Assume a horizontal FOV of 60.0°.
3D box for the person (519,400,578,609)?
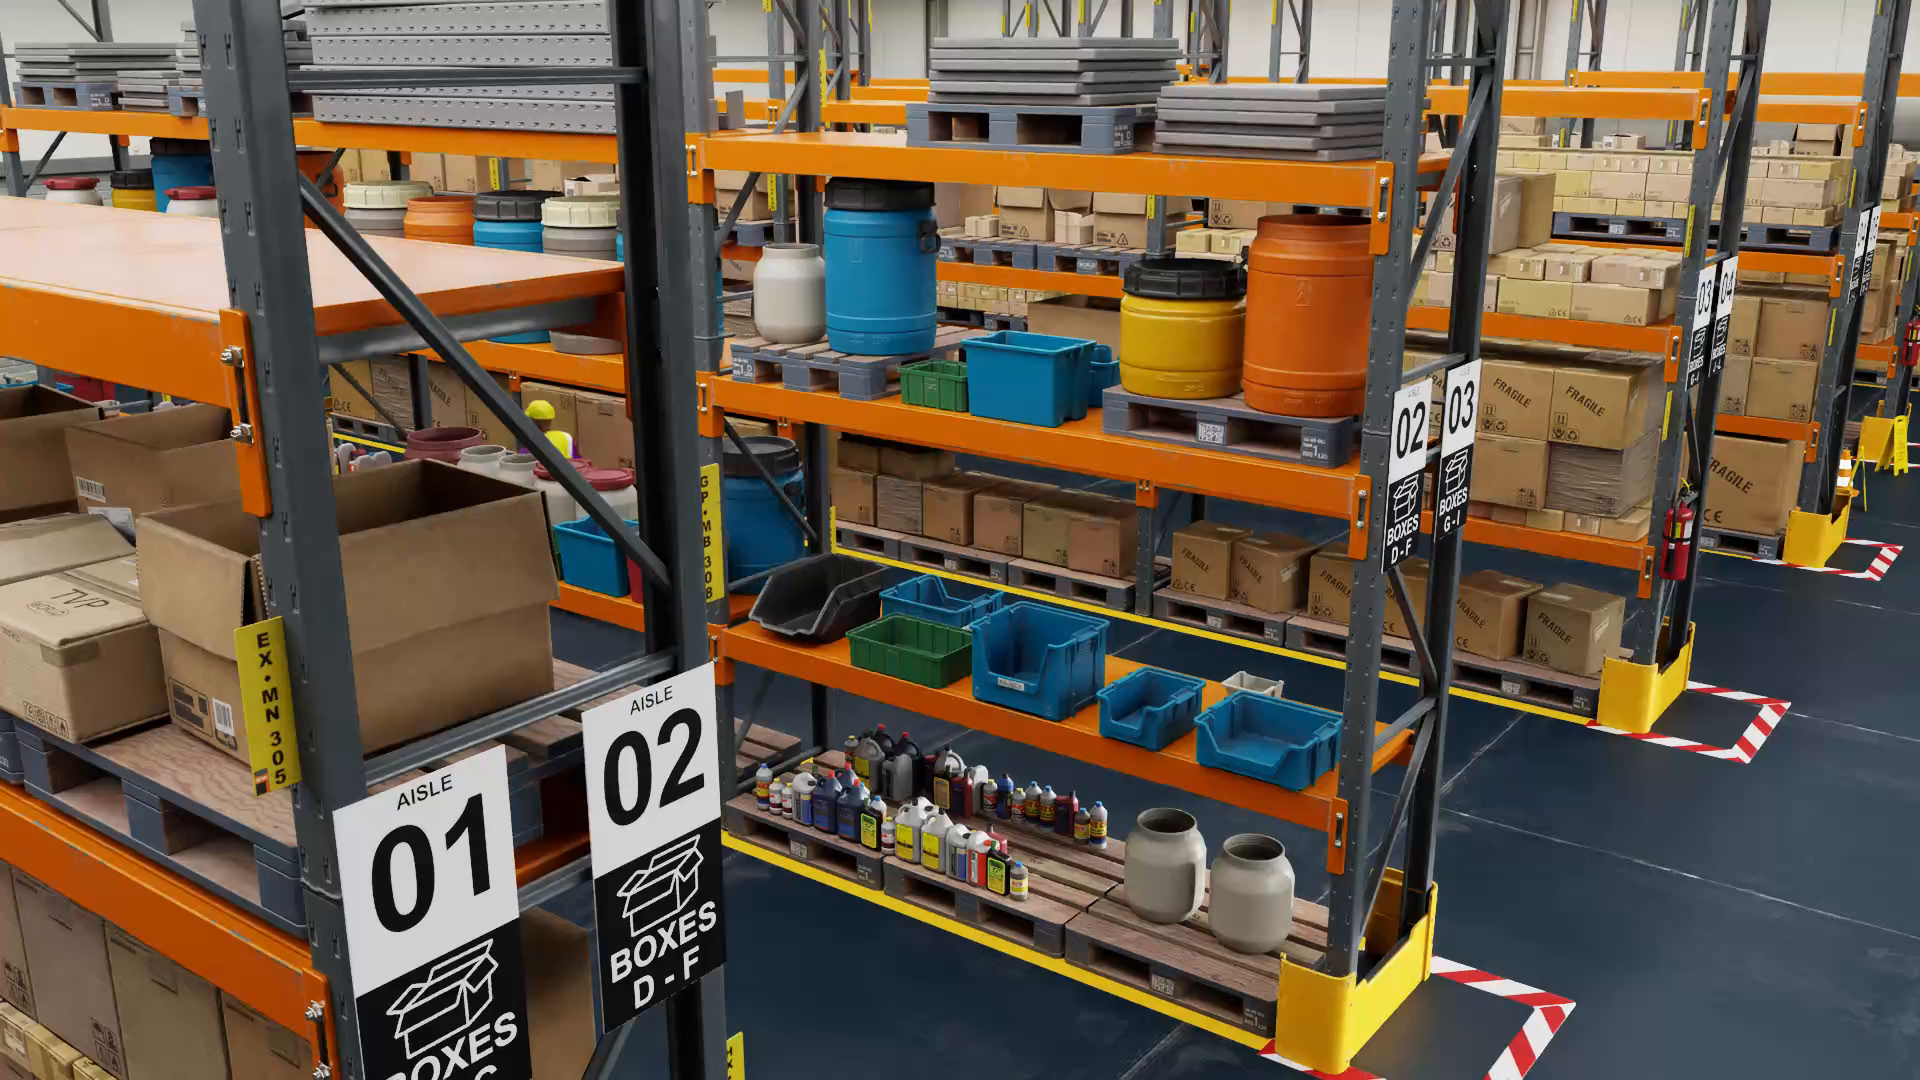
[{"bbox_3d":[-3.469,-0.295,13.957,0.522,1.788,0.621,10,19,31],"label":"person"}]
